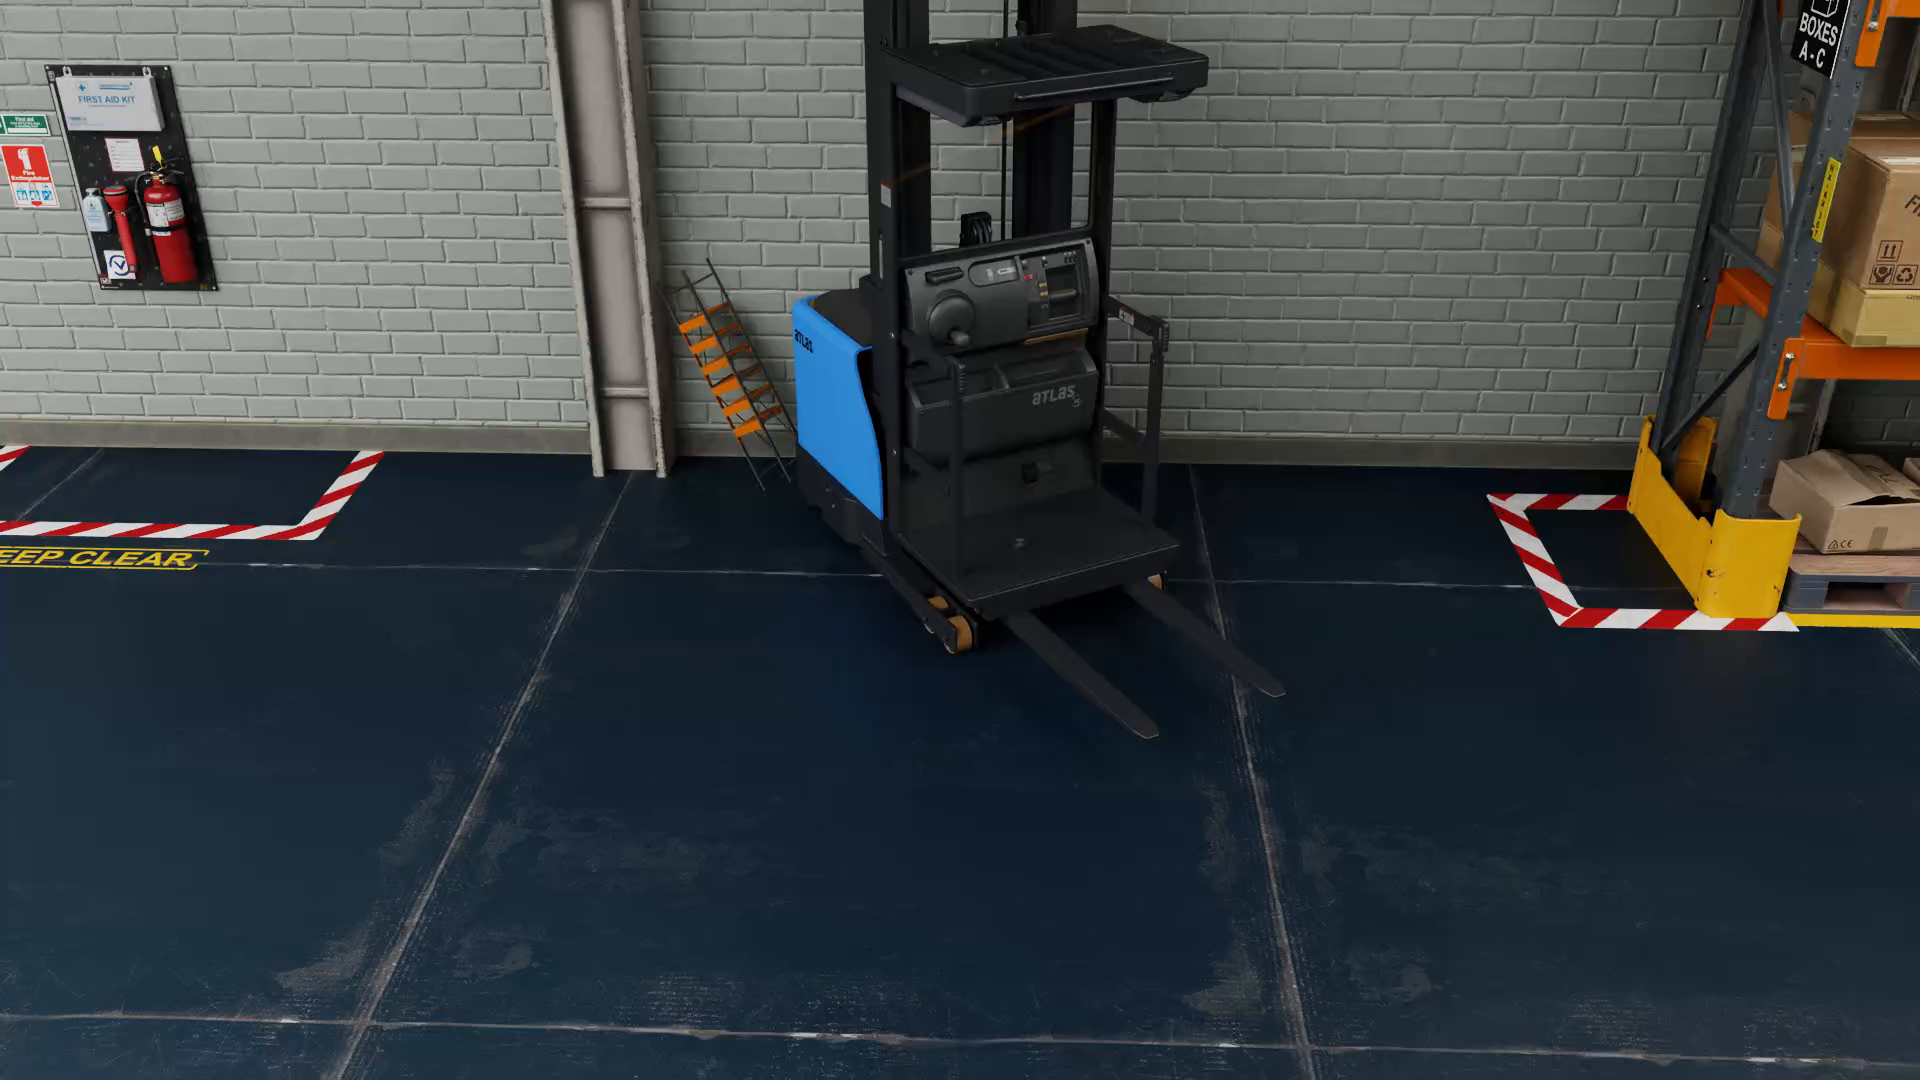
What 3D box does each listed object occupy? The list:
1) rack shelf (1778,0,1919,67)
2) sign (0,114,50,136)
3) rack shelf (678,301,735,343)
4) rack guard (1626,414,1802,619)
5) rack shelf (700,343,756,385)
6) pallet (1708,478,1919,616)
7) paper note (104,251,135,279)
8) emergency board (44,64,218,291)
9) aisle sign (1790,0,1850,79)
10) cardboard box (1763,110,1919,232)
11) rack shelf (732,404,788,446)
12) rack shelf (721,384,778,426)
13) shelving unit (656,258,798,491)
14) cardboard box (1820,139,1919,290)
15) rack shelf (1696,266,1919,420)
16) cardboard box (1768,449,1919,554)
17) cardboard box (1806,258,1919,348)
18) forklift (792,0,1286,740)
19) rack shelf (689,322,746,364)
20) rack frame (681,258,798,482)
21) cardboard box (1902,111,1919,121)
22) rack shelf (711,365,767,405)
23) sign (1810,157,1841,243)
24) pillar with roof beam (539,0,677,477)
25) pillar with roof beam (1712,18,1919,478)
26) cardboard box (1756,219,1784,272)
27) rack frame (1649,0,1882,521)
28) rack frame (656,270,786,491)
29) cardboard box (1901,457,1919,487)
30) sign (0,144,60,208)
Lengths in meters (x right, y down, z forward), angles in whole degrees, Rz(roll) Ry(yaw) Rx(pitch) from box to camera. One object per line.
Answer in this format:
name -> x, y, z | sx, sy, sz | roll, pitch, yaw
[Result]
rack shelf -> 5.508, -2.218, 6.796 | 4.000, 0.370, 1.077 | 1, 28, 2
sign -> -4.770, -2.097, 8.400 | 0.331, 0.109, 0.001 | 1, 28, 2
rack shelf -> -1.297, -1.129, 8.562 | 0.180, 0.103, 0.258 | -17, 16, 34
rack guard -> 3.585, -0.138, 7.976 | 0.348, 0.500, 1.175 | 1, 28, 2
rack shelf -> -1.194, -0.920, 8.618 | 0.180, 0.103, 0.258 | -17, 16, 34
pallet -> 4.396, 0.020, 7.987 | 1.213, 0.211, 1.003 | 1, 28, 2
paper note -> -4.400, -1.440, 8.705 | 0.142, 0.148, 0.016 | 1, 28, 2
emergency board -> -4.225, -1.794, 8.432 | 0.643, 1.169, 0.194 | 1, 28, 2
aisle sign -> 3.427, -2.253, 6.521 | 0.004, 0.787, 0.394 | 1, 28, 2
cardboard box -> 3.988, -1.609, 7.420 | 0.500, 0.500, 0.500 | 1, 28, 1
rack shelf -> -1.039, -0.606, 8.702 | 0.180, 0.103, 0.258 | -17, 16, 34
rack shelf -> -1.091, -0.711, 8.674 | 0.180, 0.103, 0.258 | -17, 16, 34
shelving unit -> -1.161, -0.854, 8.636 | 0.189, 1.200, 0.258 | -17, 16, 34
cardboard box -> 3.976, -1.369, 6.967 | 0.500, 0.500, 0.500 | 1, 28, 2
rack shelf -> 5.508, -0.892, 7.499 | 4.000, 0.370, 1.077 | 1, 28, 2
cardboard box -> 4.198, -0.196, 7.818 | 0.500, 0.311, 0.500 | -2, 28, -4
cardboard box -> 3.986, -1.029, 7.127 | 0.500, 0.250, 0.500 | 0, 28, 0
forklift -> 0.293, -1.038, 7.078 | 1.130, 2.935, 3.031 | -14, 31, -25
rack shelf -> -1.245, -1.025, 8.590 | 0.180, 0.103, 0.258 | -17, 16, 34
rack frame -> -1.088, -0.877, 8.585 | 0.006, 1.200, 0.240 | -17, 16, 34
cardboard box -> 4.491, -1.596, 7.396 | 0.500, 0.500, 0.500 | 1, 28, 2
rack shelf -> -1.142, -0.815, 8.646 | 0.180, 0.103, 0.258 | -17, 16, 34
sign -> 3.490, -1.372, 6.711 | 0.005, 0.325, 0.100 | 1, 28, 2
pillar with roof beam -> -1.909, -2.371, 3.115 | 0.400, 9.000, 9.100 | 1, 28, 2
pillar with roof beam -> 4.088, -2.272, 2.928 | 0.400, 9.000, 9.100 | 1, 28, 2
cardboard box -> 3.983, -1.269, 7.580 | 0.500, 0.250, 0.500 | 1, 28, 3
rack frame -> 3.509, -1.243, 7.393 | 0.127, 3.000, 1.000 | 1, 28, 2
rack frame -> -1.234, -0.832, 8.686 | 0.006, 1.200, 0.240 | -17, 16, 34
cardboard box -> 4.767, -0.187, 7.800 | 0.500, 0.311, 0.500 | 3, 28, 6
sign -> -4.774, -1.868, 8.532 | 0.234, 0.329, 0.001 | 1, 28, 2
